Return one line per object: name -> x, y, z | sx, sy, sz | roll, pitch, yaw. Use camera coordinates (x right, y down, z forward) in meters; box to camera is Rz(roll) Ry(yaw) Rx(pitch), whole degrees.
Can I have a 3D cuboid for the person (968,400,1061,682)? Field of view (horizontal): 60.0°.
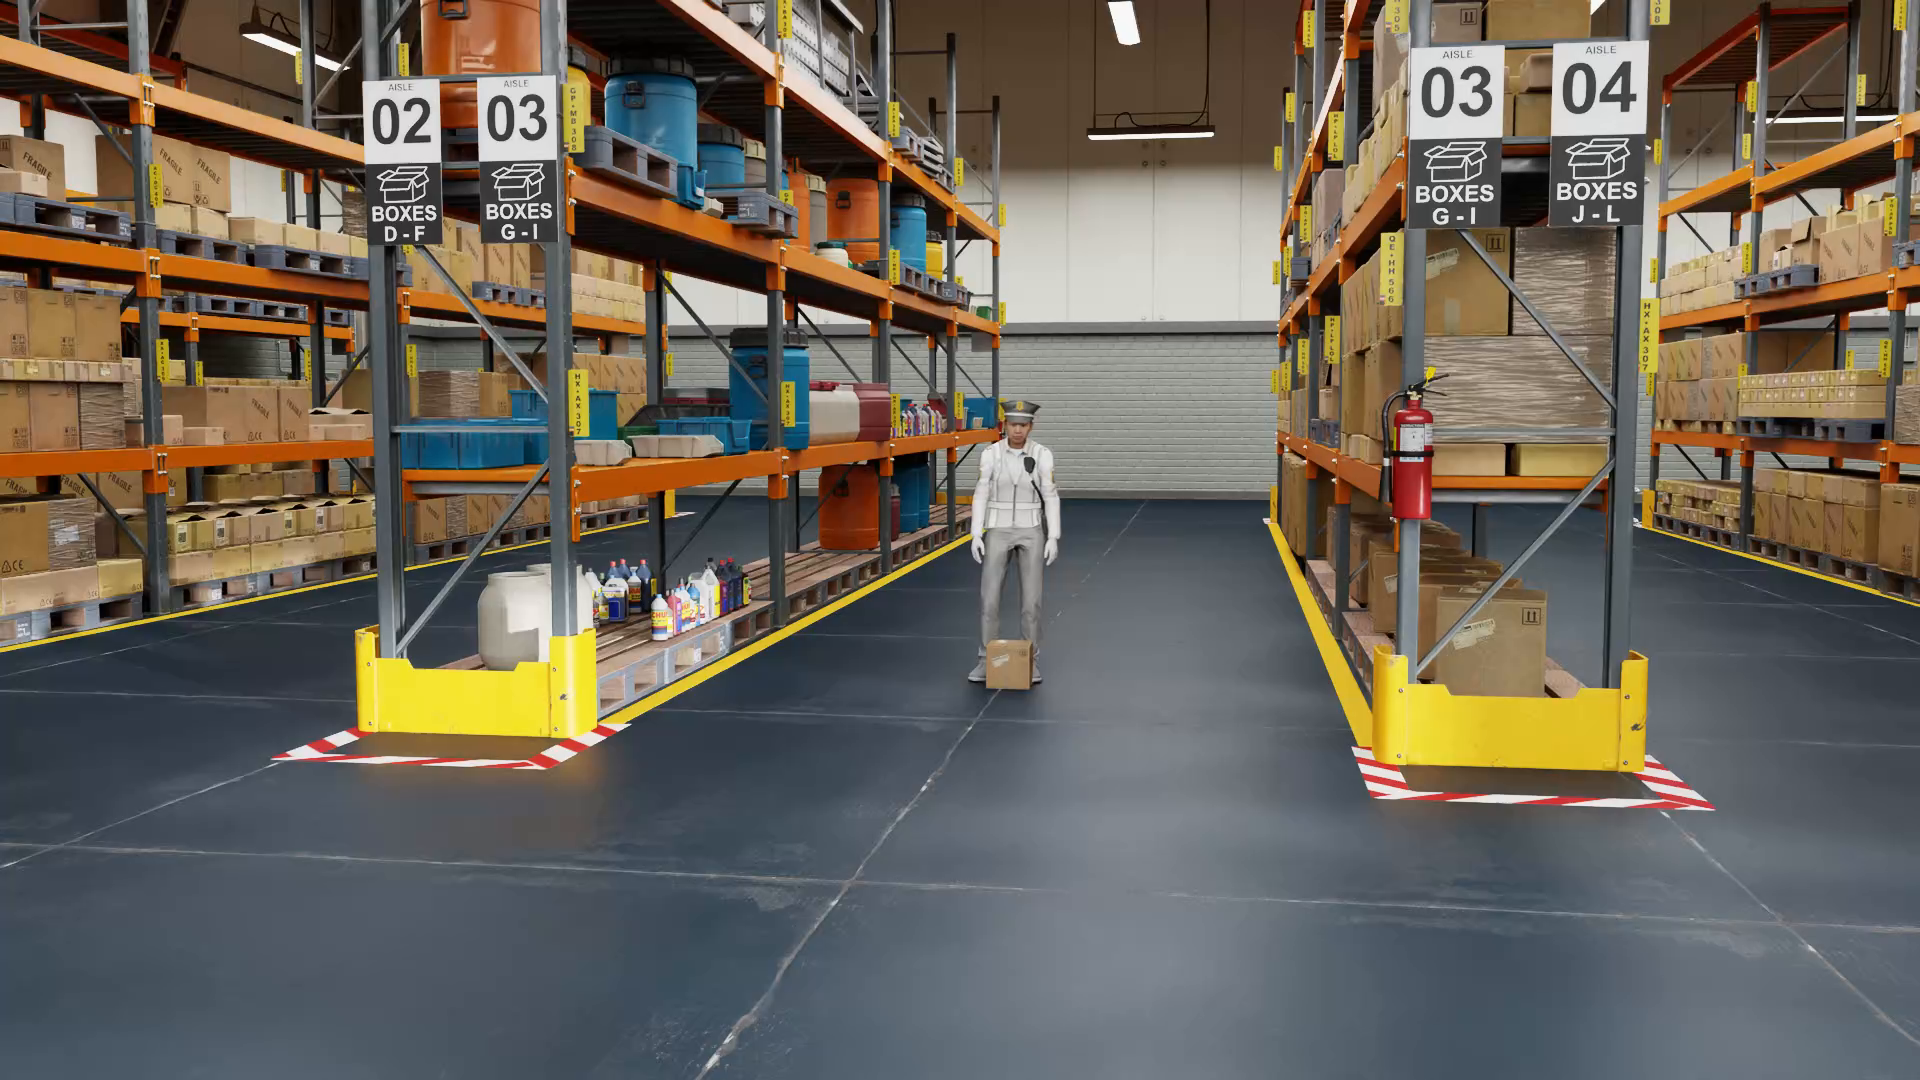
person -> 0.325, 0.002, 9.861 | 0.543, 1.662, 0.376 | 0, 5, 5
